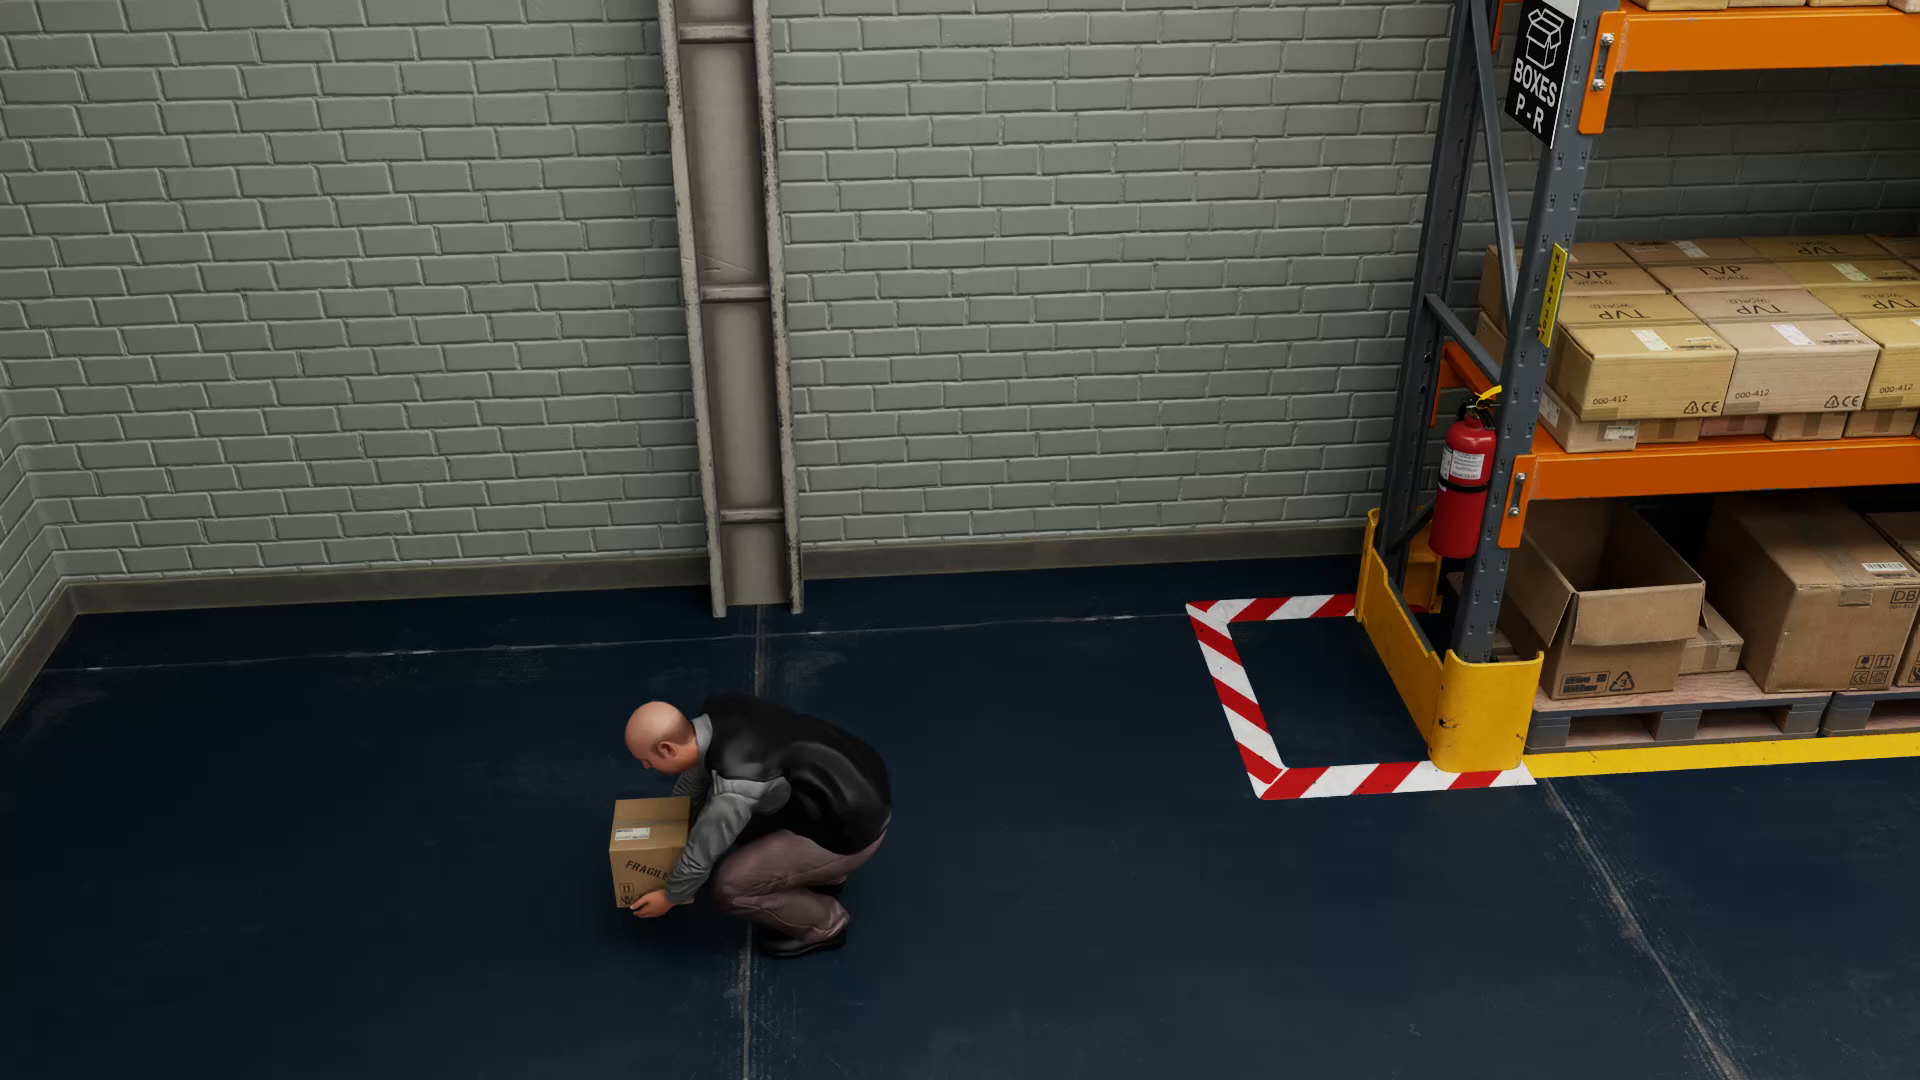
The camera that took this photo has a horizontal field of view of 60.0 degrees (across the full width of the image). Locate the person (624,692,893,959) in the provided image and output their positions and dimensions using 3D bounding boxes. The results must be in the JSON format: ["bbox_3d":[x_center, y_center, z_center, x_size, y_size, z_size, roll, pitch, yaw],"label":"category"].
[{"bbox_3d":[-0.657,0.921,5.433,0.873,0.892,0.539,-3,31,-5],"label":"person"}]
